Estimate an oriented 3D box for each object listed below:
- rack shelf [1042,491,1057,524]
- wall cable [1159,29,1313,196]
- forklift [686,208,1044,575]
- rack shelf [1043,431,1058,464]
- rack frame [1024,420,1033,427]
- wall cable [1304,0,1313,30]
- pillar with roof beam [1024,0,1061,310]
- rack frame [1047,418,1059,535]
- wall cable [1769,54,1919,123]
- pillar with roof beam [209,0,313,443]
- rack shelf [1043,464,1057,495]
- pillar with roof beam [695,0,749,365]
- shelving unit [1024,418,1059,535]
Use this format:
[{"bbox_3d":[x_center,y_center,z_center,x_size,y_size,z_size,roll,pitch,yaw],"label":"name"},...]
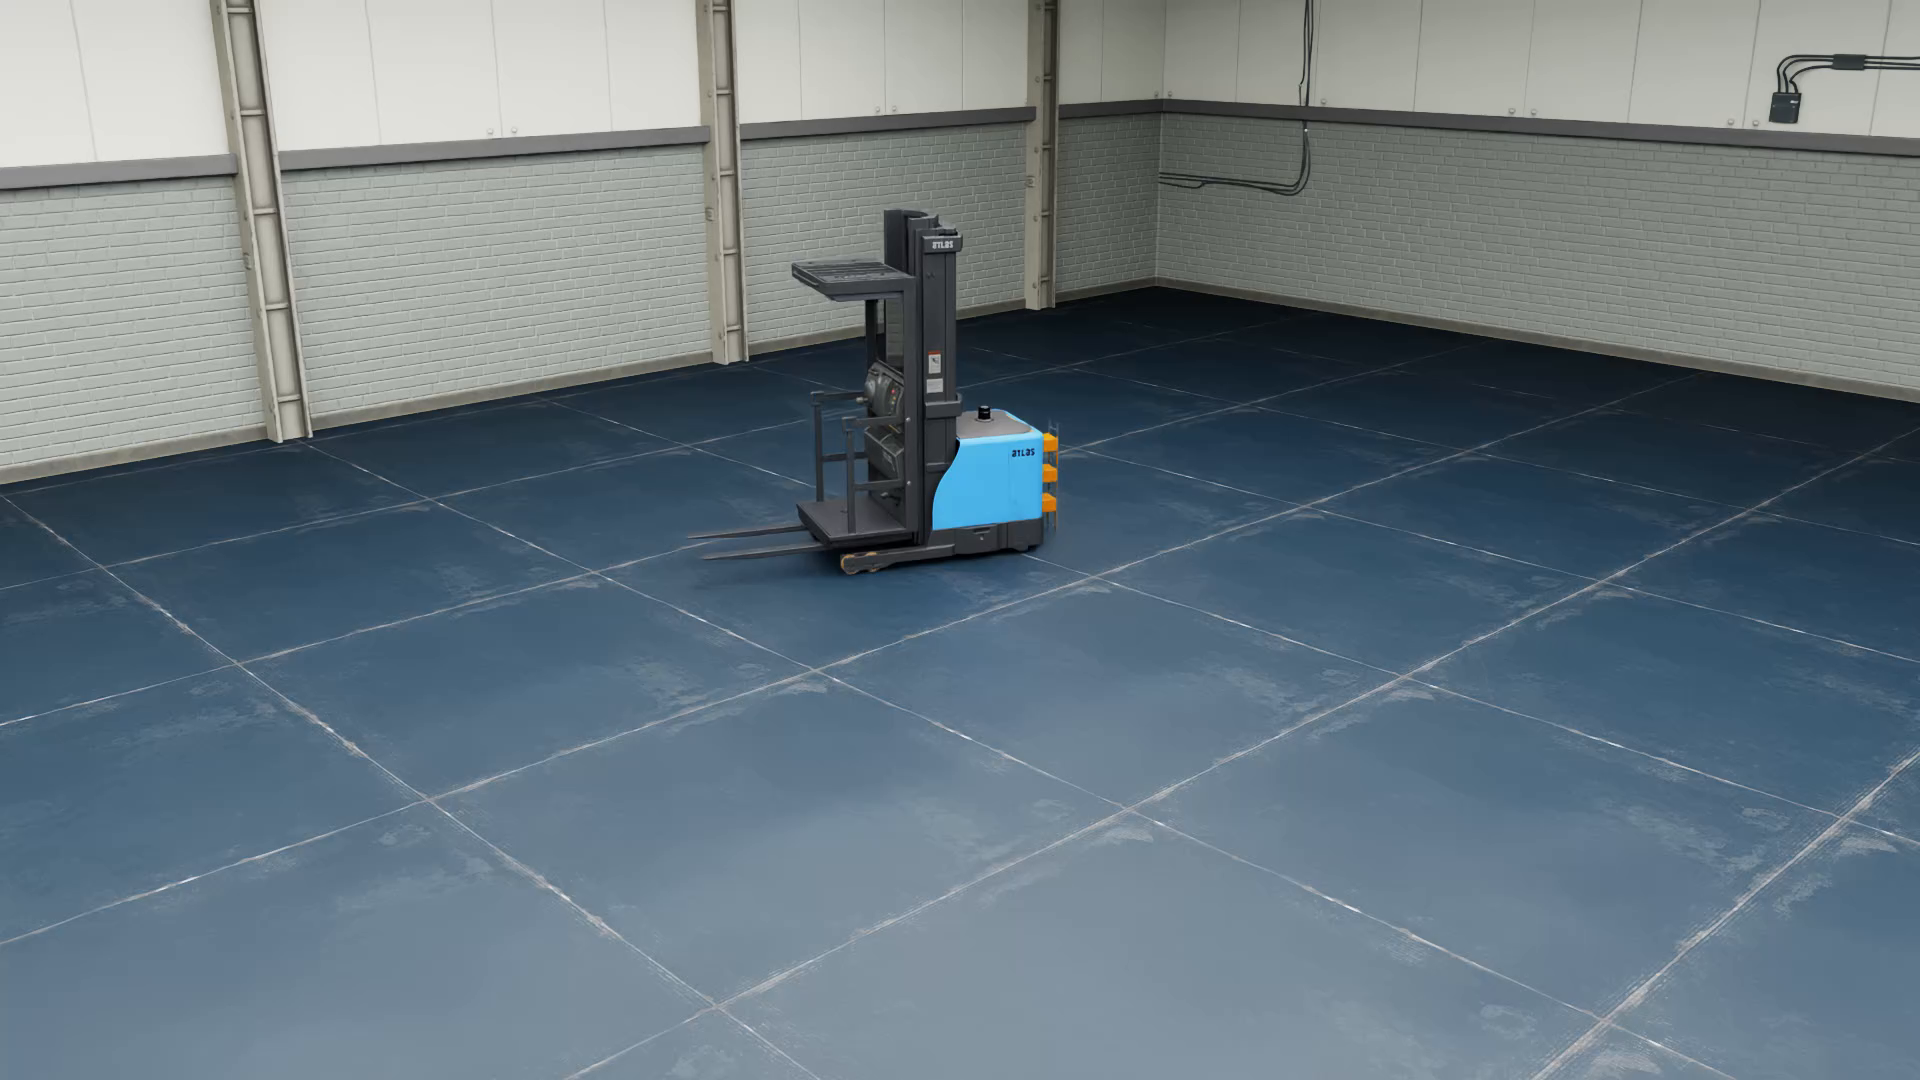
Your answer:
[{"bbox_3d":[0.724,-0.281,15.086,0.240,0.259,0.215,-6,19,-19],"label":"rack shelf"},{"bbox_3d":[4.313,-6.817,26.454,0.112,2.526,3.097,-16,24,-41],"label":"wall cable"},{"bbox_3d":[-0.835,-1.285,14.197,3.031,2.935,1.130,-6,19,-19],"label":"forklift"},{"bbox_3d":[0.724,-0.816,14.912,0.240,0.259,0.215,-6,19,-19],"label":"rack shelf"},{"bbox_3d":[0.610,-0.543,14.957,0.008,1.050,0.200,-6,19,-19],"label":"rack frame"},{"bbox_3d":[6.171,-8.613,23.805,0.112,2.526,3.097,-16,24,-41],"label":"wall cable"},{"bbox_3d":[4.221,-7.001,21.988,0.400,9.000,9.100,-16,24,-41],"label":"pillar with roof beam"},{"bbox_3d":[0.838,-0.569,15.037,0.008,1.050,0.200,-6,19,-19],"label":"rack frame"},{"bbox_3d":[10.824,-7.781,18.878,0.169,6.003,2.305,-16,24,-41],"label":"wall cable"},{"bbox_3d":[-4.498,-4.458,14.145,0.400,9.000,9.100,-16,24,-41],"label":"pillar with roof beam"},{"bbox_3d":[0.724,-0.546,15.000,0.240,0.259,0.215,-6,19,-19],"label":"rack shelf"},{"bbox_3d":[-0.138,-5.730,18.066,0.400,9.000,9.100,-16,24,-41],"label":"pillar with roof beam"},{"bbox_3d":[0.724,-0.556,14.997,0.252,1.050,0.215,-6,19,-19],"label":"shelving unit"}]
